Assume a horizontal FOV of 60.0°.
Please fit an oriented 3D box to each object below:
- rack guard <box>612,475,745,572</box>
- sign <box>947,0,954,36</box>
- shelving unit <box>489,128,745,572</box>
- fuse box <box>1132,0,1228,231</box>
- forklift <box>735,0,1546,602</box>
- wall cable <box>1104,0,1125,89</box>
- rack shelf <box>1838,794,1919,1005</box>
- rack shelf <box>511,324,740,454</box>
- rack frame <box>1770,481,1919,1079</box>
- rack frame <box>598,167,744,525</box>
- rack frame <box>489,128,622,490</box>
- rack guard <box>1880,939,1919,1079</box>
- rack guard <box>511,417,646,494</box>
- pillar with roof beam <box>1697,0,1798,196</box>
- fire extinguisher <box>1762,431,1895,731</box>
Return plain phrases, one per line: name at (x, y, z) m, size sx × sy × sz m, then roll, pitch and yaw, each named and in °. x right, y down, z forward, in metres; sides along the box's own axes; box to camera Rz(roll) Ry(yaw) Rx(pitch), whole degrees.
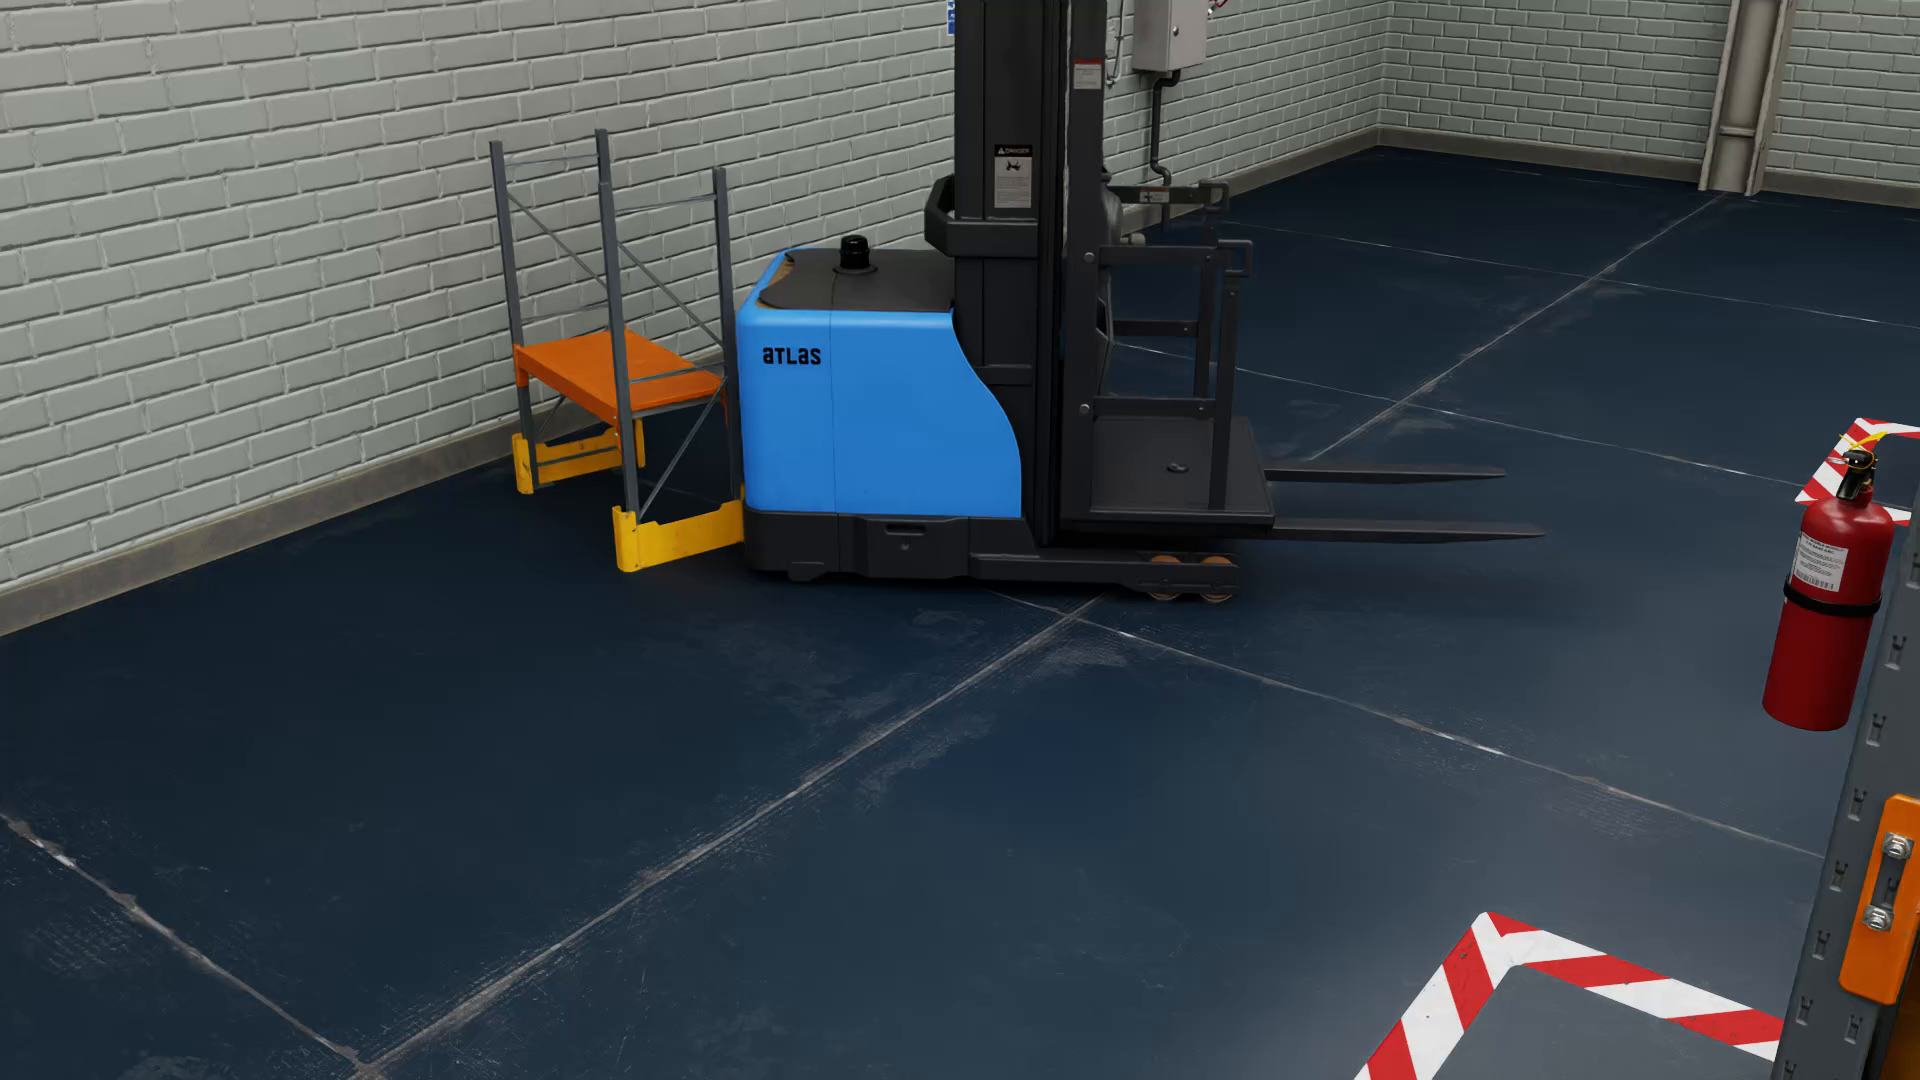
rack guard at (-1.088, -0.068, 6.594) m, size 0.587 × 0.250 × 0.087 m, roll -16°, pitch 29°, yaw -33°
sign at (0.025, -3.032, 9.577) m, size 0.001 × 0.218 × 0.327 m, roll 17°, pitch 29°, yaw 33°
shelving unit at (-1.381, -0.802, 6.710) m, size 0.587 × 1.500 × 1.083 m, roll -16°, pitch 29°, yaw -33°
fuse box at (1.479, -2.962, 11.351) m, size 0.414 × 1.711 × 0.539 m, roll 17°, pitch 29°, yaw 33°
forklift at (0.712, -1.332, 6.138) m, size 3.031 × 2.935 × 1.130 m, roll 2°, pitch 24°, yaw 3°
wall cable at (0.944, -3.835, 10.473) m, size 0.122 × 1.984 × 0.588 m, roll 17°, pitch 29°, yaw 33°
rack shelf at (3.341, 0.881, 1.923) m, size 4.000 × 0.370 × 1.077 m, roll 17°, pitch 29°, yaw 33°
rack shelf at (-1.376, -0.634, 6.776) m, size 0.538 × 0.185 × 1.000 m, roll -16°, pitch 29°, yaw -33°
rack frame at (1.739, 0.069, 2.873) m, size 0.053 × 2.616 × 0.949 m, roll 17°, pitch 29°, yaw 33°
rack frame at (-1.076, -0.633, 6.328) m, size 0.500 × 1.500 × 0.032 m, roll -16°, pitch 29°, yaw -33°
rack frame at (-1.675, -0.965, 7.079) m, size 0.500 × 1.500 × 0.032 m, roll -16°, pitch 29°, yaw -33°
rack guard at (1.802, 1.230, 3.338) m, size 0.348 × 0.500 × 1.175 m, roll 17°, pitch 29°, yaw 33°
rack guard at (-1.674, -0.392, 7.331) m, size 0.587 × 0.250 × 0.087 m, roll -16°, pitch 29°, yaw -33°
pillar with roof beam at (3.404, -5.455, 7.970) m, size 0.400 × 9.000 × 9.100 m, roll 17°, pitch 29°, yaw 33°
fire extinguisher at (1.816, 0.064, 3.442) m, size 0.183 × 0.674 × 0.296 m, roll 17°, pitch 29°, yaw 33°
